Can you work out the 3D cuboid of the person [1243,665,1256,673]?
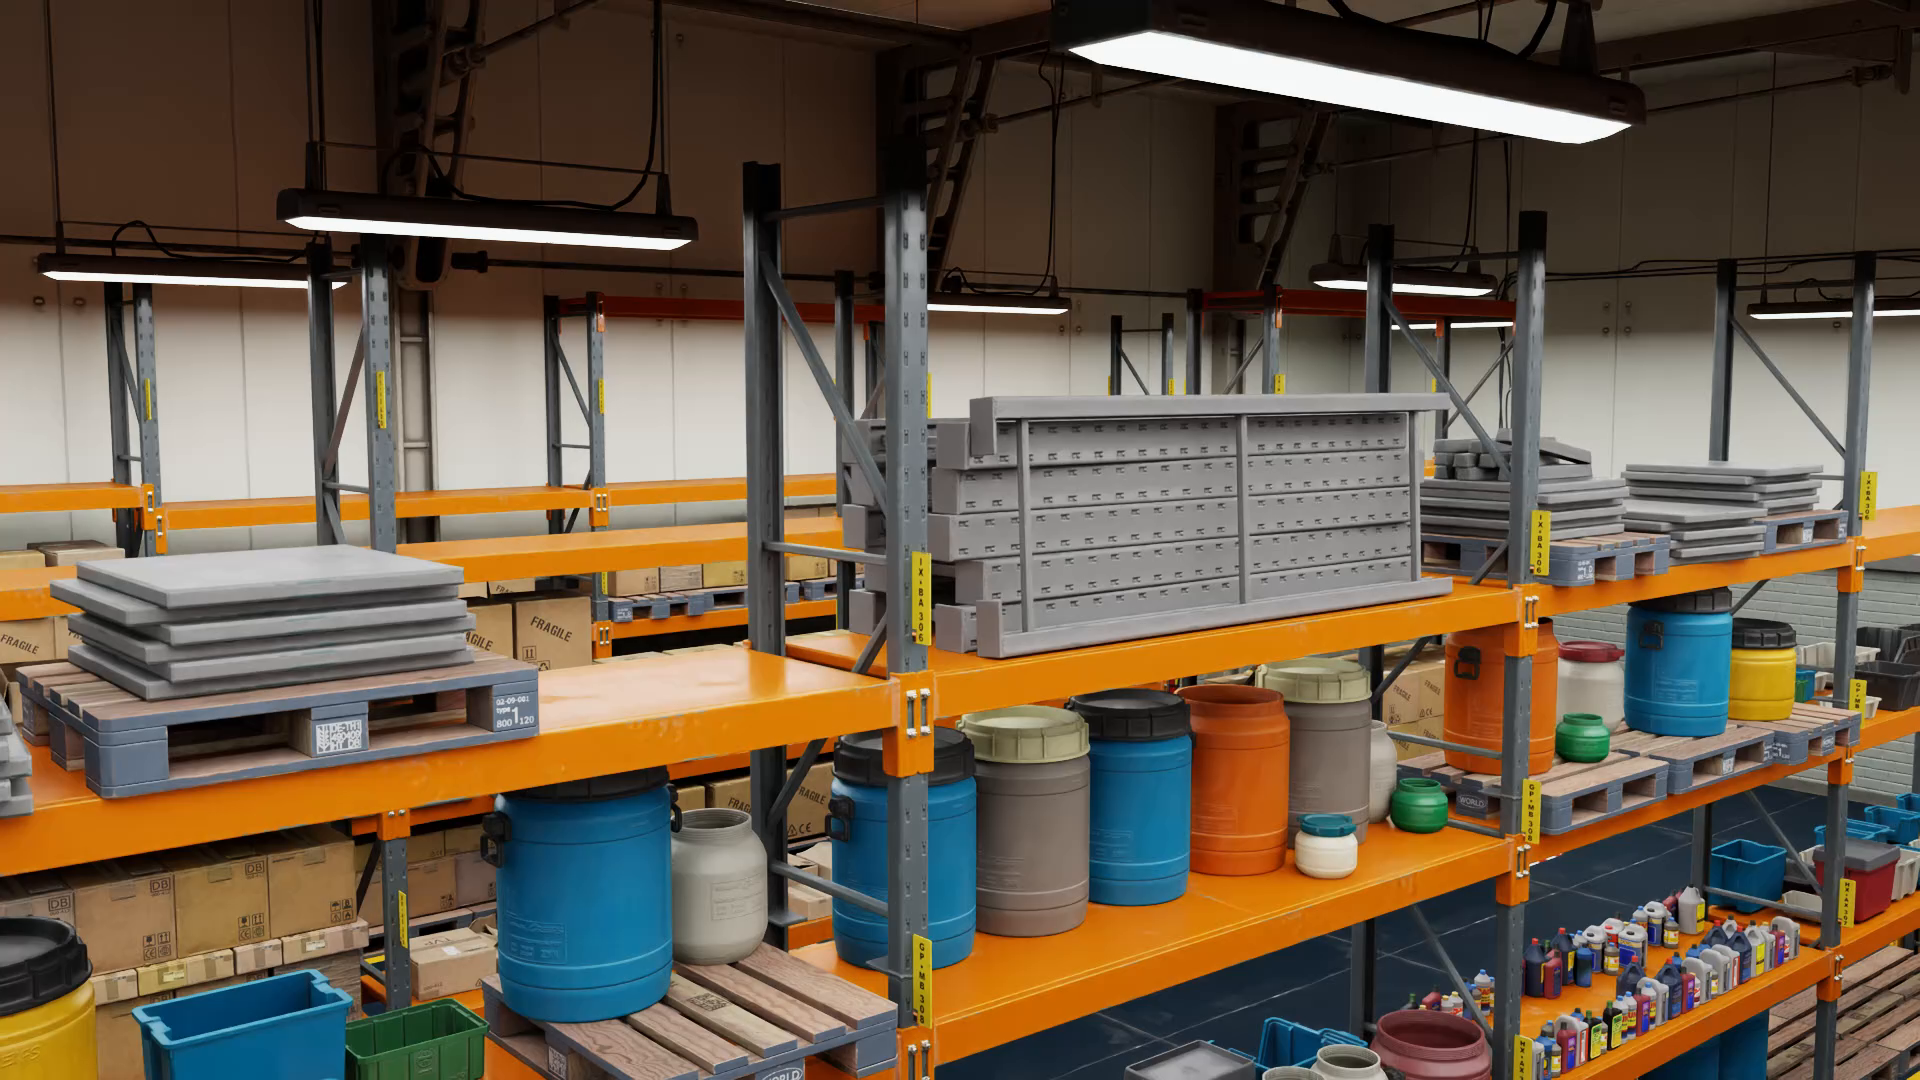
[{"bbox_3d":[3.786,2.254,21.240,0.577,1.709,1.122,2,6,23],"label":"person"}]
